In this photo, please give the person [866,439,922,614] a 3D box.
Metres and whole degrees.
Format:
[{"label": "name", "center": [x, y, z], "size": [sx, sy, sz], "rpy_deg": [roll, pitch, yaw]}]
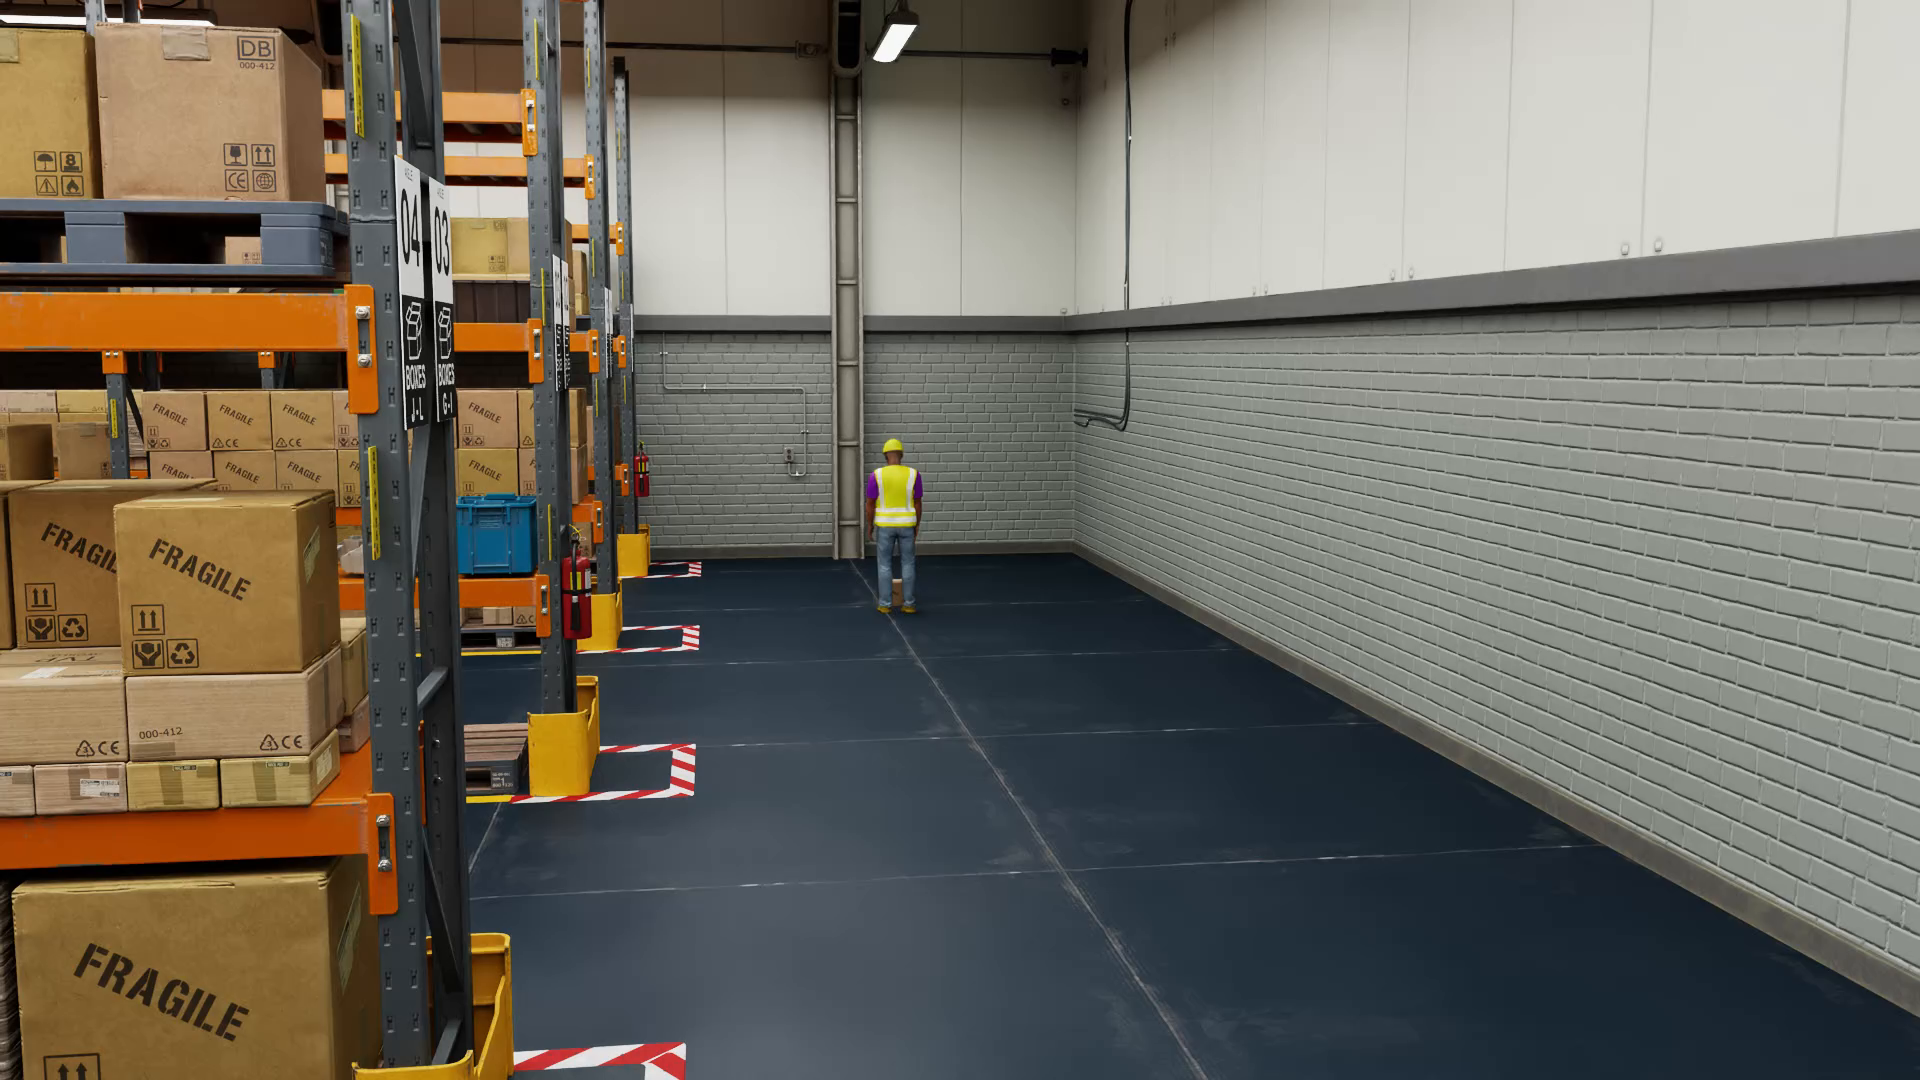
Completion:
[{"label": "person", "center": [-0.668, -0.140, 16.882], "size": [0.568, 1.760, 0.368], "rpy_deg": [-1, 6, -8]}]
